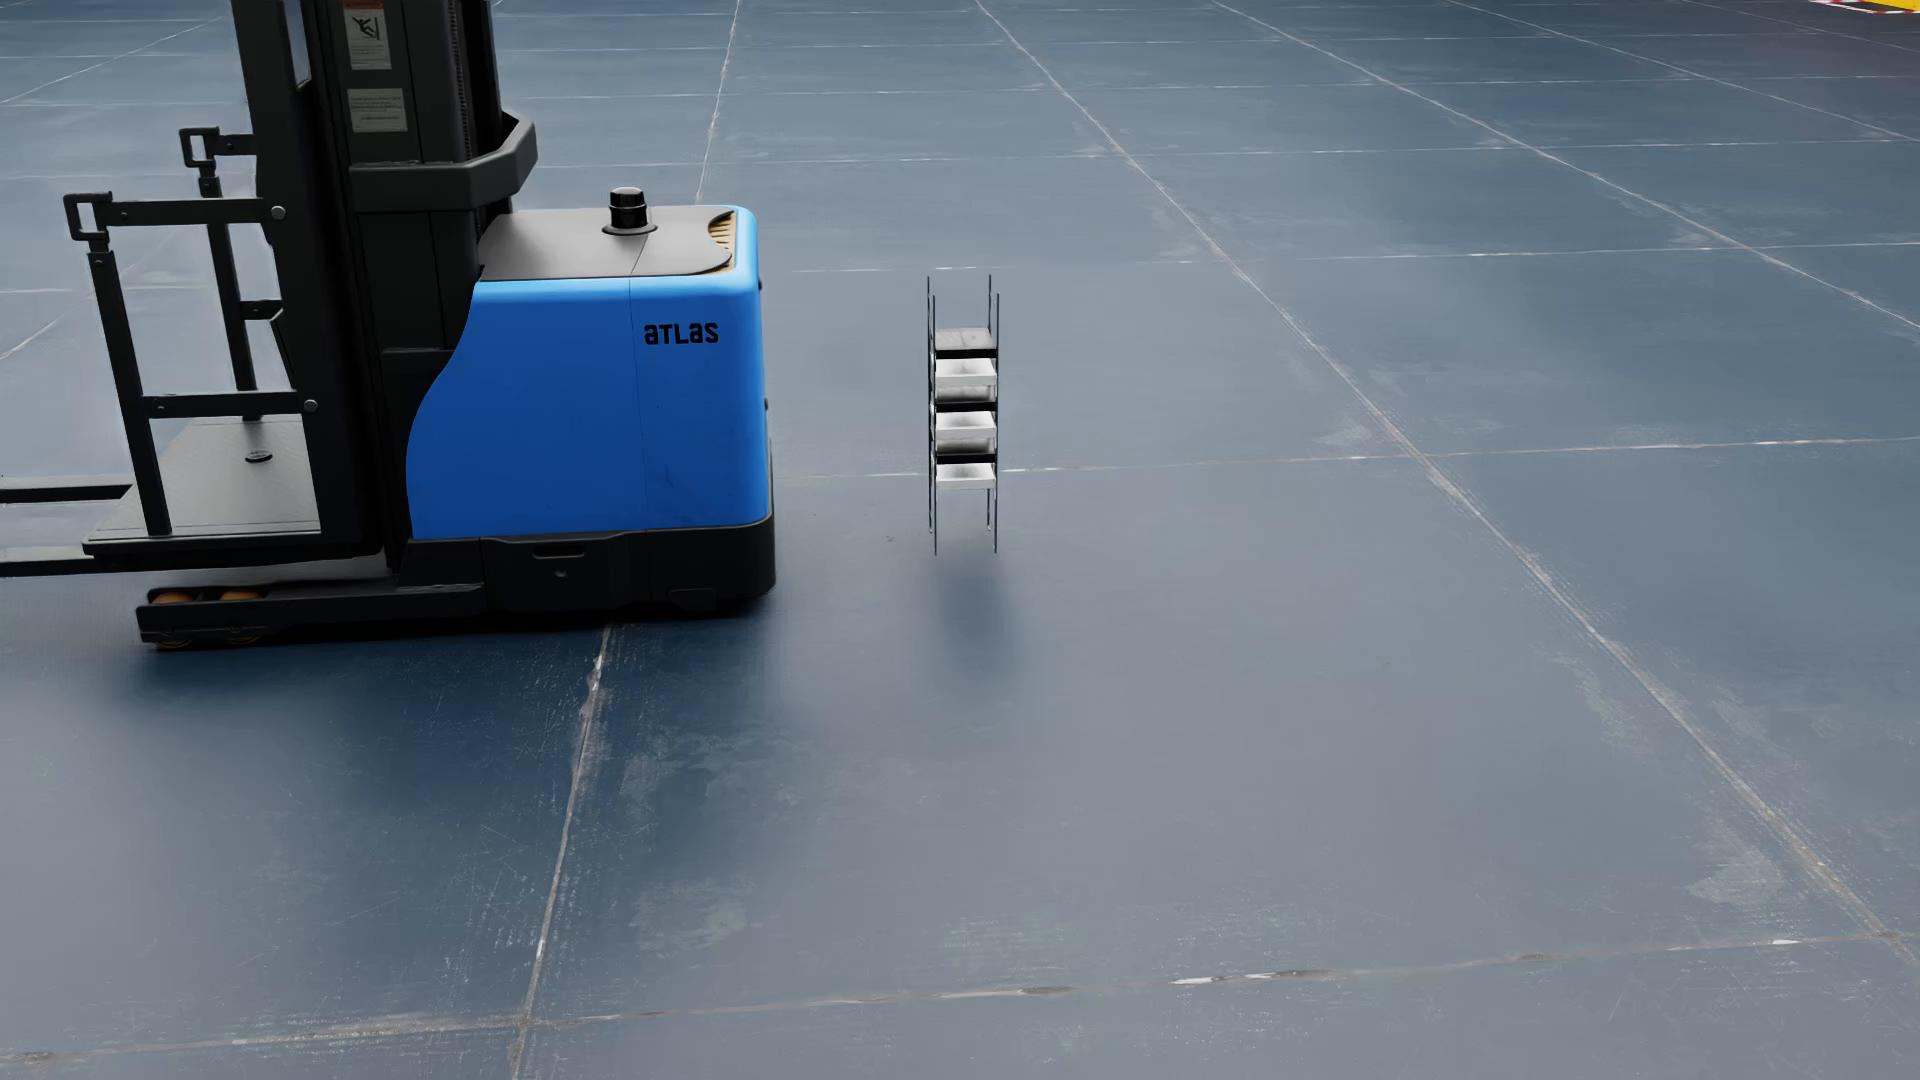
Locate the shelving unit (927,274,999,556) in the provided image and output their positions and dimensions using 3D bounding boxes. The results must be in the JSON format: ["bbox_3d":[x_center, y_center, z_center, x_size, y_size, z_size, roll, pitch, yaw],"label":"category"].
[{"bbox_3d":[0.008,-0.412,5.530,0.210,0.900,0.258,-2,24,-5],"label":"shelving unit"}]

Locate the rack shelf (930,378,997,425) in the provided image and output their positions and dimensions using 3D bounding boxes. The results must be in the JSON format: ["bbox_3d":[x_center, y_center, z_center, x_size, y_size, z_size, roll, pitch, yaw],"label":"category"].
[{"bbox_3d":[0.008,-0.463,5.507,0.200,0.077,0.258,-2,24,-5],"label":"rack shelf"}]

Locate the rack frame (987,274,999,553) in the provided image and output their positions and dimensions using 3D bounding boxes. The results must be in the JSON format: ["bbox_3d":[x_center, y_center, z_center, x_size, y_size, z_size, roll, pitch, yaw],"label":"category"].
[{"bbox_3d":[0.109,-0.416,5.539,0.006,0.900,0.240,-2,24,-5],"label":"rack frame"}]

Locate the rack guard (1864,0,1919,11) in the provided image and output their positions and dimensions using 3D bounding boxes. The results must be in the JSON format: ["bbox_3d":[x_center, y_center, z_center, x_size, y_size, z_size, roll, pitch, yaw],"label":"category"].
[{"bbox_3d":[11.688,-6.856,20.521,0.348,0.500,1.175,-2,24,-5],"label":"rack guard"}]

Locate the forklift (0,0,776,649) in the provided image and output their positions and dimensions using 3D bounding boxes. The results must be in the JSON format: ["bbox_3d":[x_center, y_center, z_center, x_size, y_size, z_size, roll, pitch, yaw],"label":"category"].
[{"bbox_3d":[-2.133,-1.241,4.895,3.031,2.935,1.130,-3,24,-6],"label":"forklift"}]

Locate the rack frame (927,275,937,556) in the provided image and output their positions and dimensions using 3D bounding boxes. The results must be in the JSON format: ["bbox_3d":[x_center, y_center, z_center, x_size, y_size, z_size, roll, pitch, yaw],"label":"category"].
[{"bbox_3d":[-0.093,-0.407,5.521,0.006,0.900,0.240,-2,24,-5],"label":"rack frame"}]

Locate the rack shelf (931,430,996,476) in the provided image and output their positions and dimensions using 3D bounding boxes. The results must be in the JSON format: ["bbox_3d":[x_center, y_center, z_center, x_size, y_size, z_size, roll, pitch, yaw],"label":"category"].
[{"bbox_3d":[0.008,-0.299,5.580,0.200,0.077,0.258,-2,24,-5],"label":"rack shelf"}]

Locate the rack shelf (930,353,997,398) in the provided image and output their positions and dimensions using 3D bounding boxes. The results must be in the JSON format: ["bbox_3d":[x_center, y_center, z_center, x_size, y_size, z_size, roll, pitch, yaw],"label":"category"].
[{"bbox_3d":[0.008,-0.546,5.470,0.200,0.077,0.258,-2,24,-5],"label":"rack shelf"}]

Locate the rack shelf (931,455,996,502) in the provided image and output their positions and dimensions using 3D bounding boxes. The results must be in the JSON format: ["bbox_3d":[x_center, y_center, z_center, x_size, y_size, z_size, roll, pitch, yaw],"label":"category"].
[{"bbox_3d":[0.008,-0.217,5.616,0.200,0.077,0.258,-2,24,-5],"label":"rack shelf"}]

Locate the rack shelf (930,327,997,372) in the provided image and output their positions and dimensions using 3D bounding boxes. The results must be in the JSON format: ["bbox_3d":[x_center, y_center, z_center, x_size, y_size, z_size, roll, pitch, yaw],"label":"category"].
[{"bbox_3d":[0.008,-0.628,5.434,0.200,0.077,0.258,-2,24,-5],"label":"rack shelf"}]

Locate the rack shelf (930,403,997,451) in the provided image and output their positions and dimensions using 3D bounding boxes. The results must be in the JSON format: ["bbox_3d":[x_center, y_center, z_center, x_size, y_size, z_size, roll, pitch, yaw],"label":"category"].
[{"bbox_3d":[0.008,-0.381,5.543,0.200,0.077,0.258,-2,24,-5],"label":"rack shelf"}]
